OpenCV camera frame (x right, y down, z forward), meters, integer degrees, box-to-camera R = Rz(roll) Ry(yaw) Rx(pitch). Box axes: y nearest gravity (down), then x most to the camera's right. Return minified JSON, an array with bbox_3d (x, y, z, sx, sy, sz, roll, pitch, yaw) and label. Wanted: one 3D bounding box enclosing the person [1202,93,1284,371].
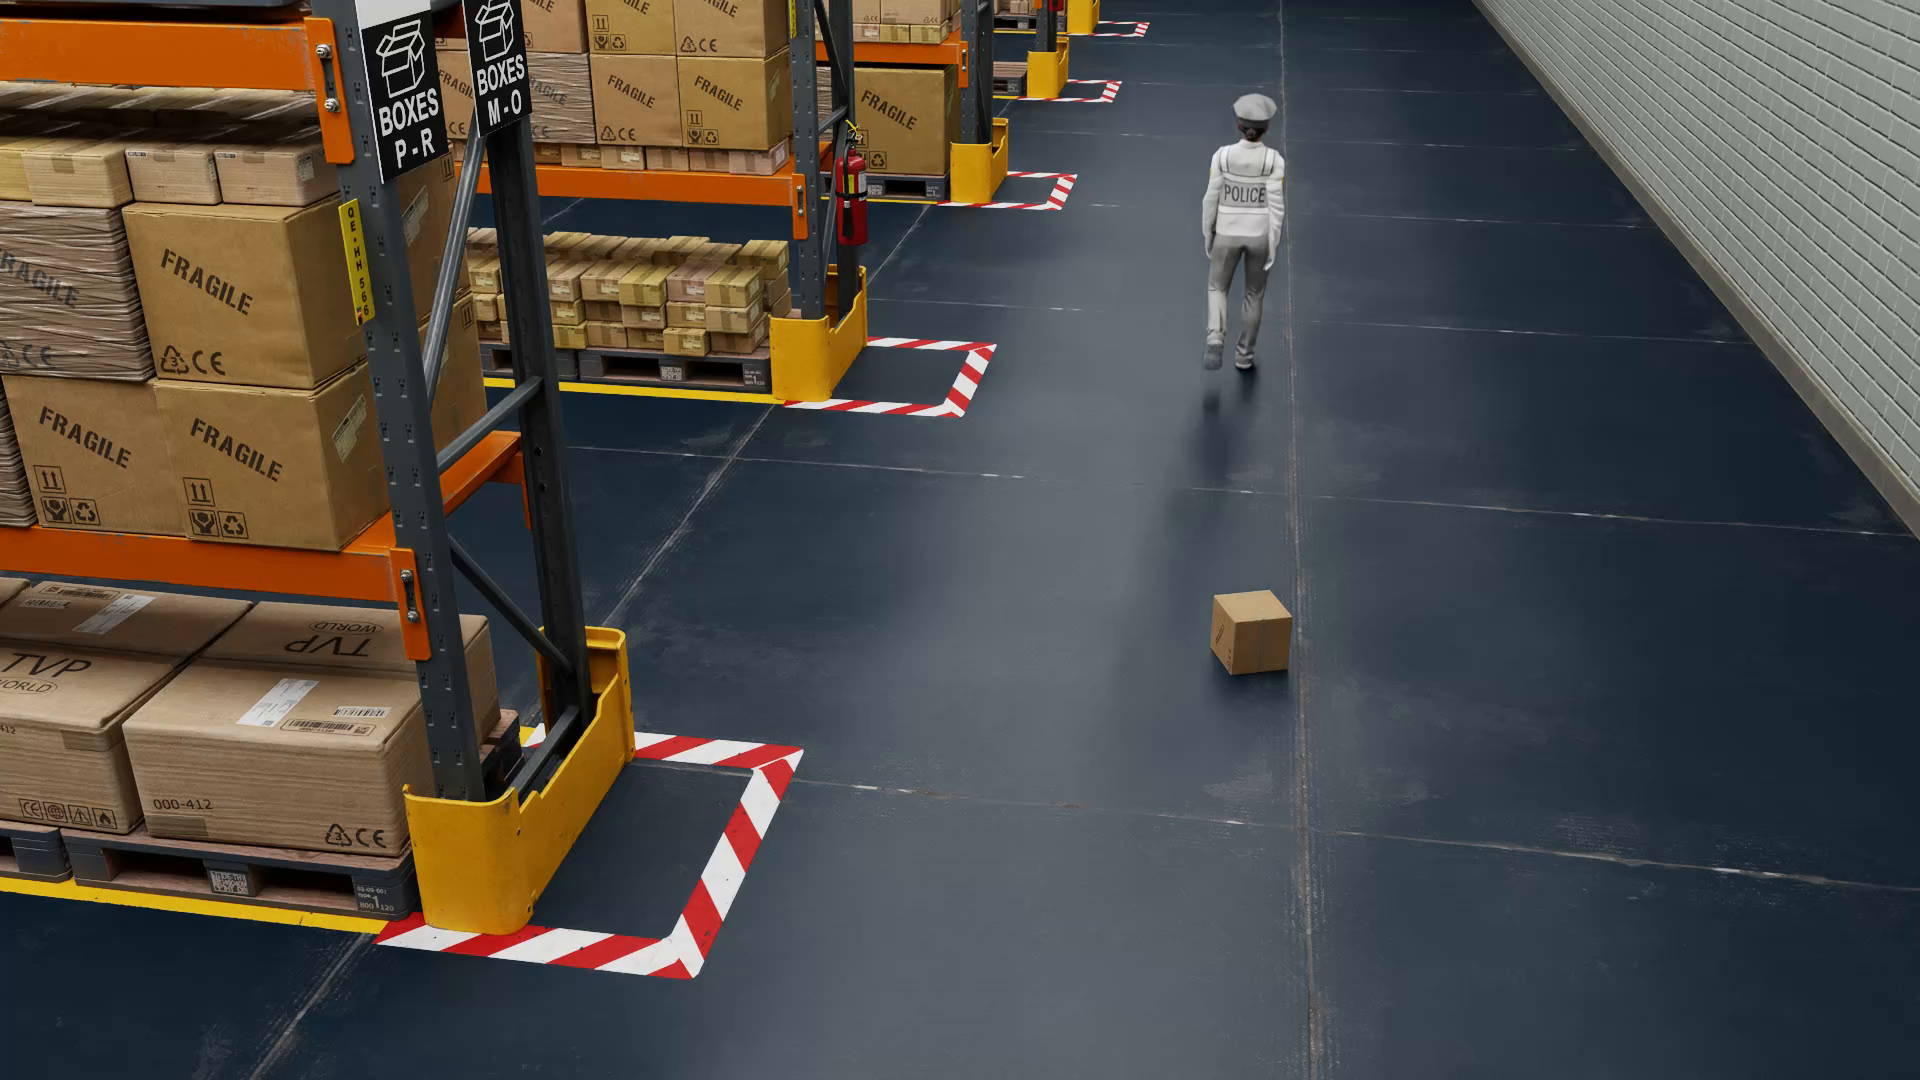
[{"bbox_3d":[1.667,-1.788,9.864,0.481,1.668,0.680,6,26,12],"label":"person"}]
